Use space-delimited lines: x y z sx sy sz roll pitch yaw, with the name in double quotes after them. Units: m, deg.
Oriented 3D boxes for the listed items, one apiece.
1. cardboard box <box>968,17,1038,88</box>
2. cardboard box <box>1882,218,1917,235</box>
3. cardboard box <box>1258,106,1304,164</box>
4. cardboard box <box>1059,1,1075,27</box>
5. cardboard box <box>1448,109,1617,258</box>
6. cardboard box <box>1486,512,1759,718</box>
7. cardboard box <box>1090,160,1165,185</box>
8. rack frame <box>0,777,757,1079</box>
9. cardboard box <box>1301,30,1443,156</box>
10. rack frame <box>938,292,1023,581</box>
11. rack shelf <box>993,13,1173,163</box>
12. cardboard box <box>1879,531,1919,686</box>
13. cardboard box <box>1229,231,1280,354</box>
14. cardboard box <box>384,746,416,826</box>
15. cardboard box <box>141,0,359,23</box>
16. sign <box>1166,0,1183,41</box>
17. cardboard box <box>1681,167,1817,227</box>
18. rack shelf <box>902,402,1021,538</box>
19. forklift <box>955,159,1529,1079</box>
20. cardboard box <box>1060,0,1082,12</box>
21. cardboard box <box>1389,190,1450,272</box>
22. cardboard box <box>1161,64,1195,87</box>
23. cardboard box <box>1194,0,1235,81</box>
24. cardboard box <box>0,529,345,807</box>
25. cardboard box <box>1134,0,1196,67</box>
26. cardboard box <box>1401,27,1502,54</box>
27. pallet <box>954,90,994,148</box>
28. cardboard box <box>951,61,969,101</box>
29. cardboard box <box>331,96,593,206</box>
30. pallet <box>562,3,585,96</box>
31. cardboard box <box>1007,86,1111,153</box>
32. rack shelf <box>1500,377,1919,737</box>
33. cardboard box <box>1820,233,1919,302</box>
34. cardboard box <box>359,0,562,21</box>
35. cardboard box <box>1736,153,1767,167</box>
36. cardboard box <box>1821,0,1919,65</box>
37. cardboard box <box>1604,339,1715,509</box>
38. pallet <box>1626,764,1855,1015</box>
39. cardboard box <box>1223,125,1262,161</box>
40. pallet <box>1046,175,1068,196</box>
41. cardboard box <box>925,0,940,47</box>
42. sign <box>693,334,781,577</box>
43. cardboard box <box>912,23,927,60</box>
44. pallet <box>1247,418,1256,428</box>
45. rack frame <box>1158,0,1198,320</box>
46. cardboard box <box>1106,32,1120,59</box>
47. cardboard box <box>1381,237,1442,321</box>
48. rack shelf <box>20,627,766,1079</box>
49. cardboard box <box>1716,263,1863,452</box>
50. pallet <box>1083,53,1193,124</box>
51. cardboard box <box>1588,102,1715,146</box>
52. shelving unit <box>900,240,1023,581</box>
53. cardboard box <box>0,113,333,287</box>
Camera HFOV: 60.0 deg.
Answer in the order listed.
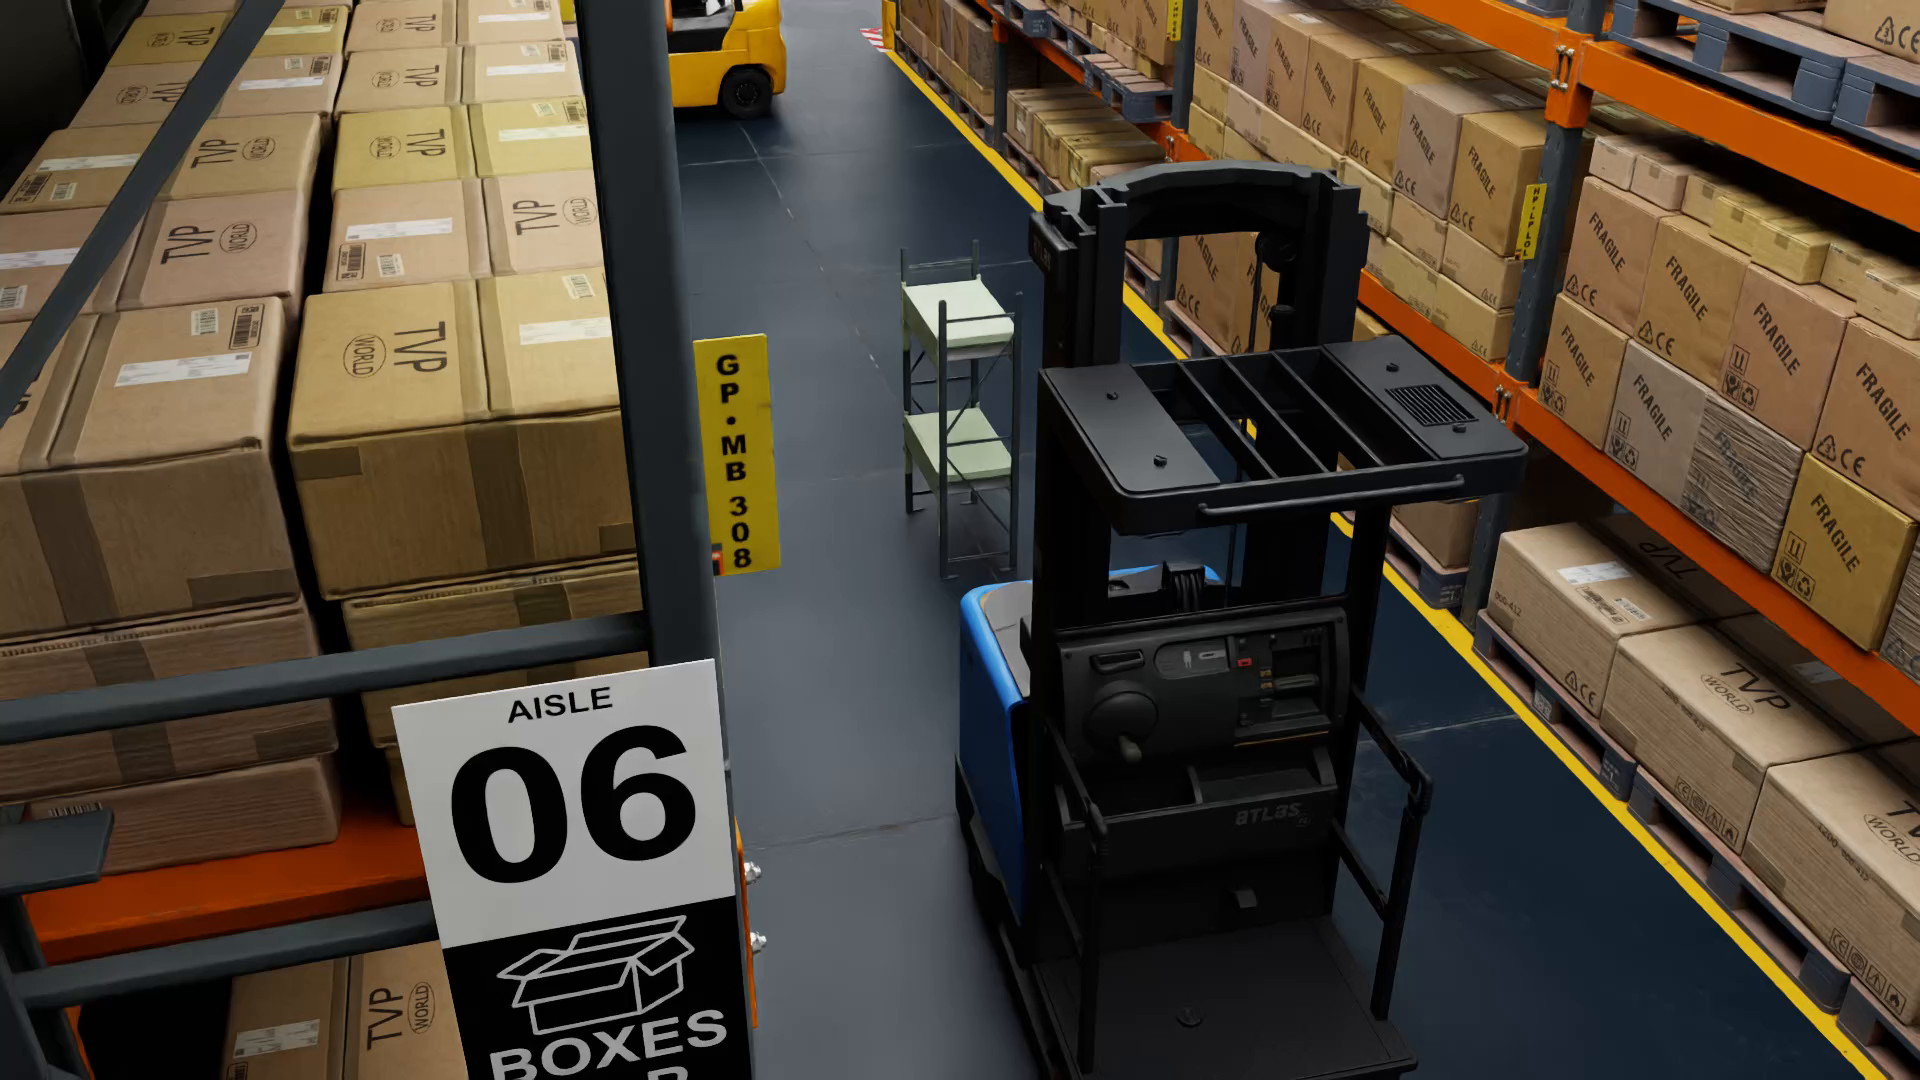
0.381 -4.374 14.890 0.500 0.500 0.500 -8 31 -14 "cardboard box"
3.516 -1.095 5.902 0.380 0.149 0.250 -8 31 -14 "cardboard box"
2.011 -2.258 9.307 0.500 0.250 0.500 -8 31 -13 "cardboard box"
0.958 -3.939 12.392 0.380 0.149 0.250 -7 31 -11 "cardboard box"
2.559 -1.603 7.426 0.500 0.500 0.500 -7 31 -12 "cardboard box"
2.983 0.301 7.375 0.875 0.438 0.875 -8 31 -14 "cardboard box"
1.514 -2.550 12.365 0.950 0.372 0.625 -8 31 -14 "cardboard box"
-0.803 1.650 2.906 1.000 3.000 0.127 -8 31 -13 "rack frame"
2.147 -2.347 8.713 0.500 0.500 0.500 -7 31 -12 "cardboard box"
0.095 -0.476 8.074 0.400 1.500 0.023 -8 31 -13 "rack frame"
1.327 -3.531 12.574 1.077 0.370 4.000 -8 31 -13 "rack shelf"
3.333 0.255 5.215 0.500 0.500 0.500 -7 31 -12 "cardboard box"
2.194 -1.362 9.811 0.875 0.875 0.875 -7 31 -13 "cardboard box"
-0.664 0.275 2.537 0.380 0.149 0.250 -7 31 -12 "cardboard box"
-1.855 -1.336 4.423 0.500 0.250 0.500 -9 31 -15 "cardboard box"
1.337 -3.266 10.322 0.100 0.325 0.005 -8 31 -13 "sign"
2.945 -1.274 6.212 0.380 0.149 0.250 -8 31 -14 "cardboard box"
-0.002 -0.370 8.543 0.431 0.370 0.720 -8 31 -13 "rack shelf"
0.811 0.504 4.953 1.130 2.935 3.031 -7 31 -11 "forklift"
1.043 -4.168 12.141 0.500 0.500 0.500 -9 31 -15 "cardboard box"
2.428 -1.517 8.027 0.500 0.250 0.500 -7 31 -12 "cardboard box"
1.544 -3.076 10.902 0.380 0.149 0.250 -7 31 -11 "cardboard box"
1.753 -3.081 9.981 0.500 0.500 0.500 -9 31 -15 "cardboard box"
-1.184 0.109 2.426 0.500 0.250 0.500 -8 31 -14 "cardboard box"
1.469 -3.412 10.835 0.500 0.500 0.500 -9 31 -15 "cardboard box"
2.644 -2.404 8.812 0.500 0.500 0.500 -8 31 -14 "cardboard box"
0.584 -3.921 15.313 1.003 0.211 1.213 -8 31 -13 "pallet"
0.229 -4.305 15.520 0.500 0.250 0.500 -9 31 -15 "cardboard box"
-0.942 -0.665 3.265 0.500 0.250 0.500 -8 31 -14 "cardboard box"
-1.970 -1.824 6.099 1.213 0.211 1.003 -8 31 -13 "pallet"
0.938 -3.599 14.178 0.950 0.372 0.625 -7 31 -13 "cardboard box"
3.451 0.333 5.898 1.077 0.370 4.000 -8 31 -13 "rack shelf"
3.141 -0.904 5.571 0.380 0.149 0.250 -8 31 -13 "cardboard box"
-1.356 -1.405 4.543 0.500 0.250 0.500 -8 31 -14 "cardboard box"
3.274 -1.453 6.520 0.380 0.149 0.250 -7 31 -12 "cardboard box"
3.309 -1.865 5.361 0.797 0.503 0.637 -5 31 -9 "cardboard box"
2.921 -0.482 6.489 0.500 0.500 0.500 -8 31 -13 "cardboard box"
3.373 1.231 6.413 1.003 0.211 1.213 -8 31 -13 "pallet"
1.899 -2.296 9.872 0.500 0.250 0.500 -9 31 -15 "cardboard box"
1.332 -2.635 13.092 1.003 0.211 1.213 -8 31 -13 "pallet"
-0.043 -5.123 16.184 0.500 0.500 0.500 -7 31 -12 "cardboard box"
-0.280 -0.099 2.060 0.100 0.325 0.005 -8 31 -13 "sign"
-0.190 -5.058 16.819 0.500 0.250 0.500 -7 31 -11 "cardboard box"
2.315 -0.690 9.732 1.003 0.211 1.213 -8 31 -13 "pallet"
1.858 -2.876 10.725 1.000 3.000 0.127 -8 31 -13 "rack frame"
1.234 -3.434 11.521 0.380 0.149 0.250 -9 31 -16 "cardboard box"
2.424 -1.308 8.166 0.500 0.250 0.500 -8 31 -14 "cardboard box"
-1.334 -0.303 4.003 1.077 0.370 4.000 -8 31 -13 "rack shelf"
3.066 -0.664 5.805 0.500 0.500 0.500 -7 31 -12 "cardboard box"
1.566 -3.123 11.343 1.213 0.211 1.003 -8 31 -13 "pallet"
3.080 -1.671 7.545 0.500 0.500 0.500 -7 31 -13 "cardboard box"
-0.002 -0.652 8.380 0.431 1.500 0.755 -8 31 -13 "shelving unit"
-1.475 -0.605 3.161 0.500 0.250 0.500 -8 31 -13 "cardboard box"
